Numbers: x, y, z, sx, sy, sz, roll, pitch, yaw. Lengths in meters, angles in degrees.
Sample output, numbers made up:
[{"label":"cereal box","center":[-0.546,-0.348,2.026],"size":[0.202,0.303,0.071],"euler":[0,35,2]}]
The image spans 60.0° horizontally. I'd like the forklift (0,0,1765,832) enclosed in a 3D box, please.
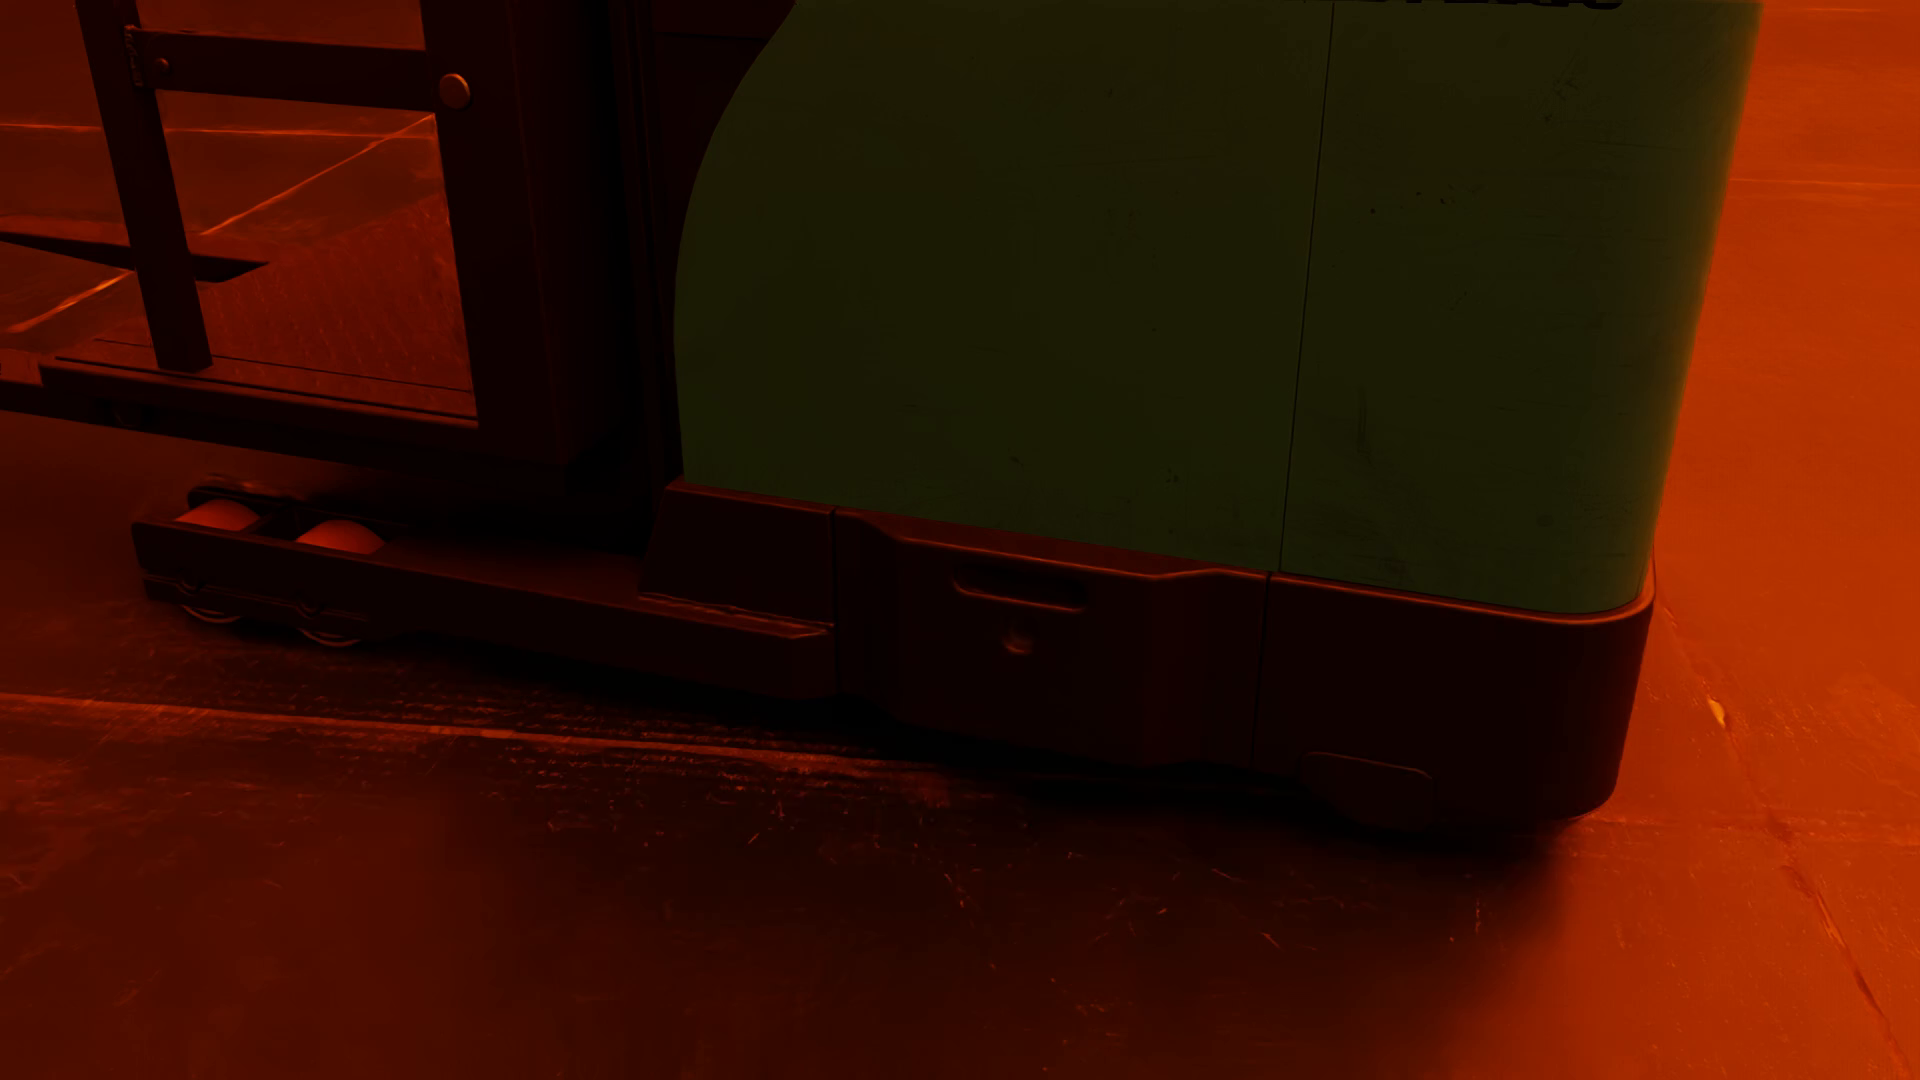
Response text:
[{"label":"forklift","center":[-0.582,-1.381,1.985],"size":[3.031,2.935,1.130],"euler":[9,28,17]}]
